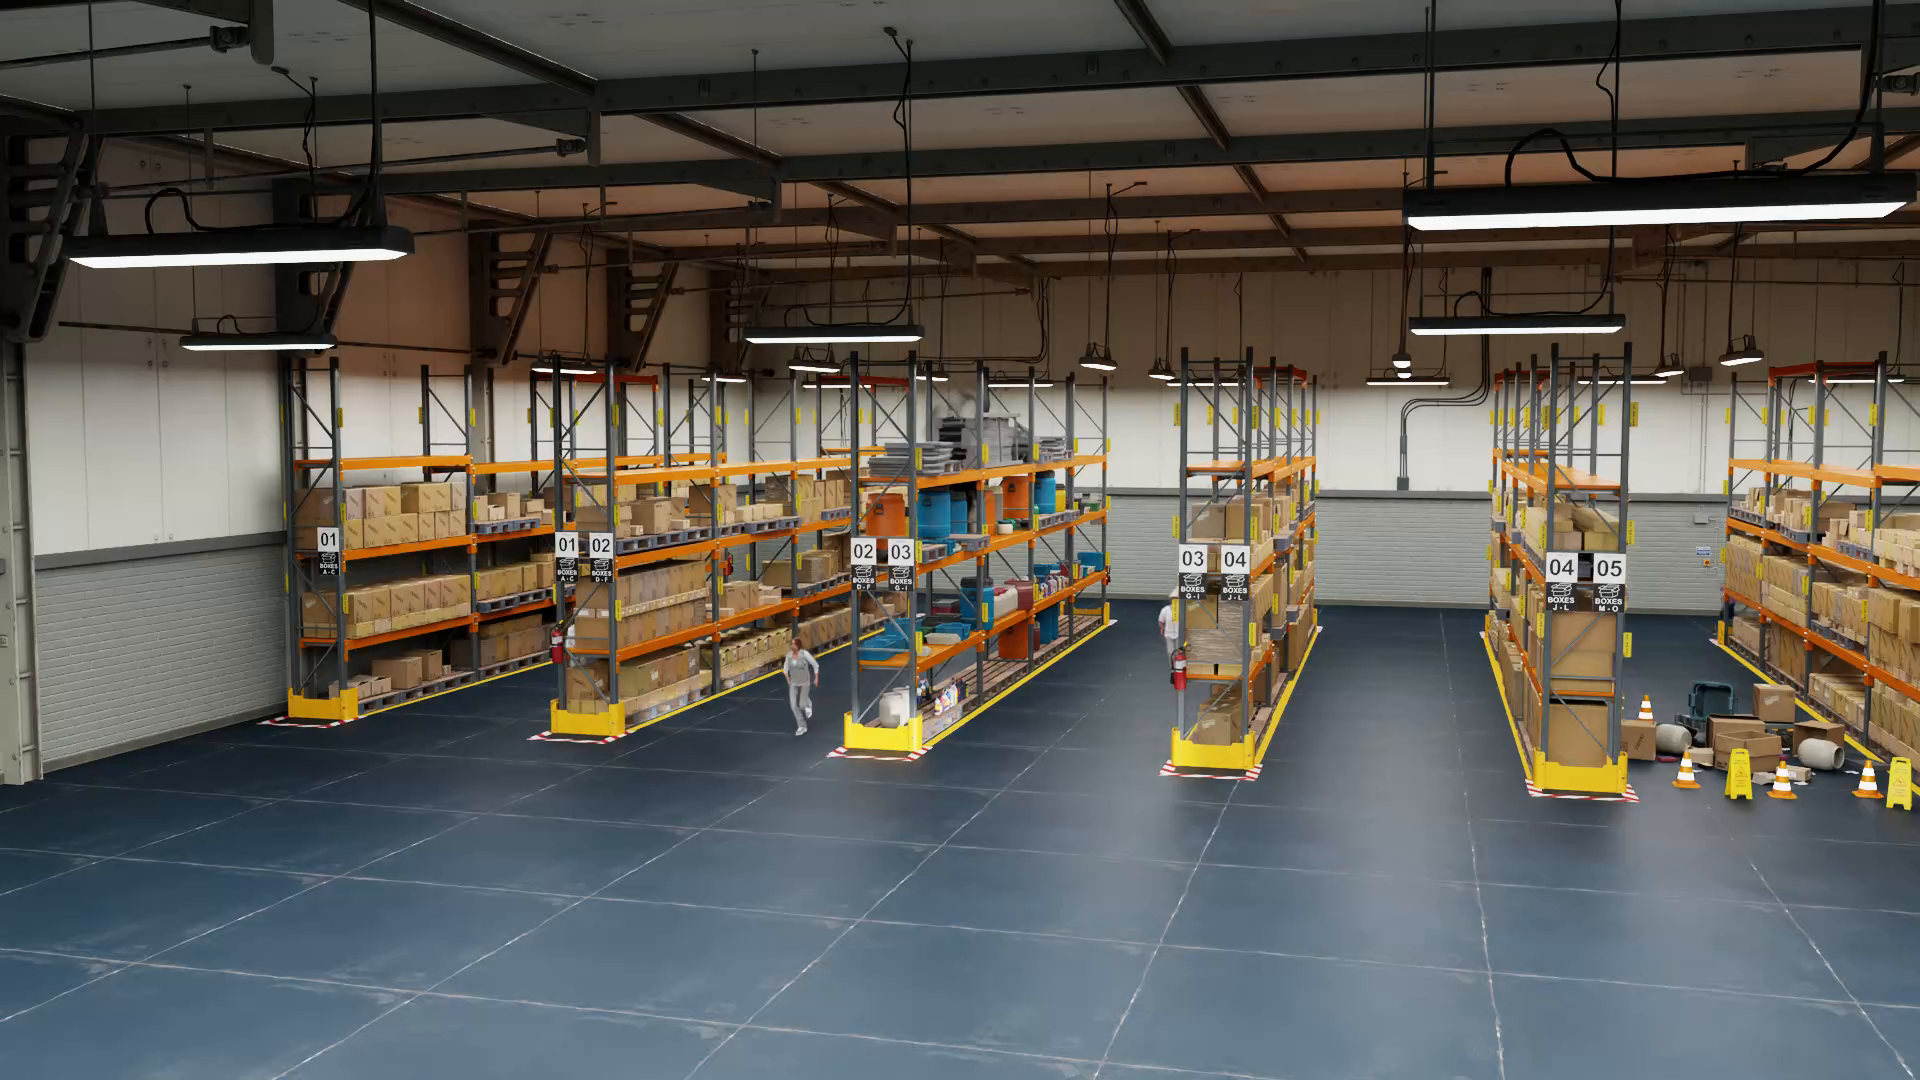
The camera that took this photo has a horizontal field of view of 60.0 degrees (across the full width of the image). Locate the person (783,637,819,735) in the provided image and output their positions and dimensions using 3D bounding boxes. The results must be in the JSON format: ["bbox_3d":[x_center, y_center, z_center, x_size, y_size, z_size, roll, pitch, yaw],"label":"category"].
[{"bbox_3d":[-2.534,2.310,26.424,0.566,1.550,0.638,1,4,15],"label":"person"}]

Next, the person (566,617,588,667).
[{"bbox_3d":[-6.708,2.029,29.247,0.611,1.649,0.569,1,4,10],"label":"person"}]

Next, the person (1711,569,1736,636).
[{"bbox_3d":[17.557,1.449,37.891,0.804,1.607,0.557,2,5,29],"label":"person"}]

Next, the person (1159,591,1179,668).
[{"bbox_3d":[4.065,1.831,31.385,0.674,1.721,0.569,1,4,16],"label":"person"}]
